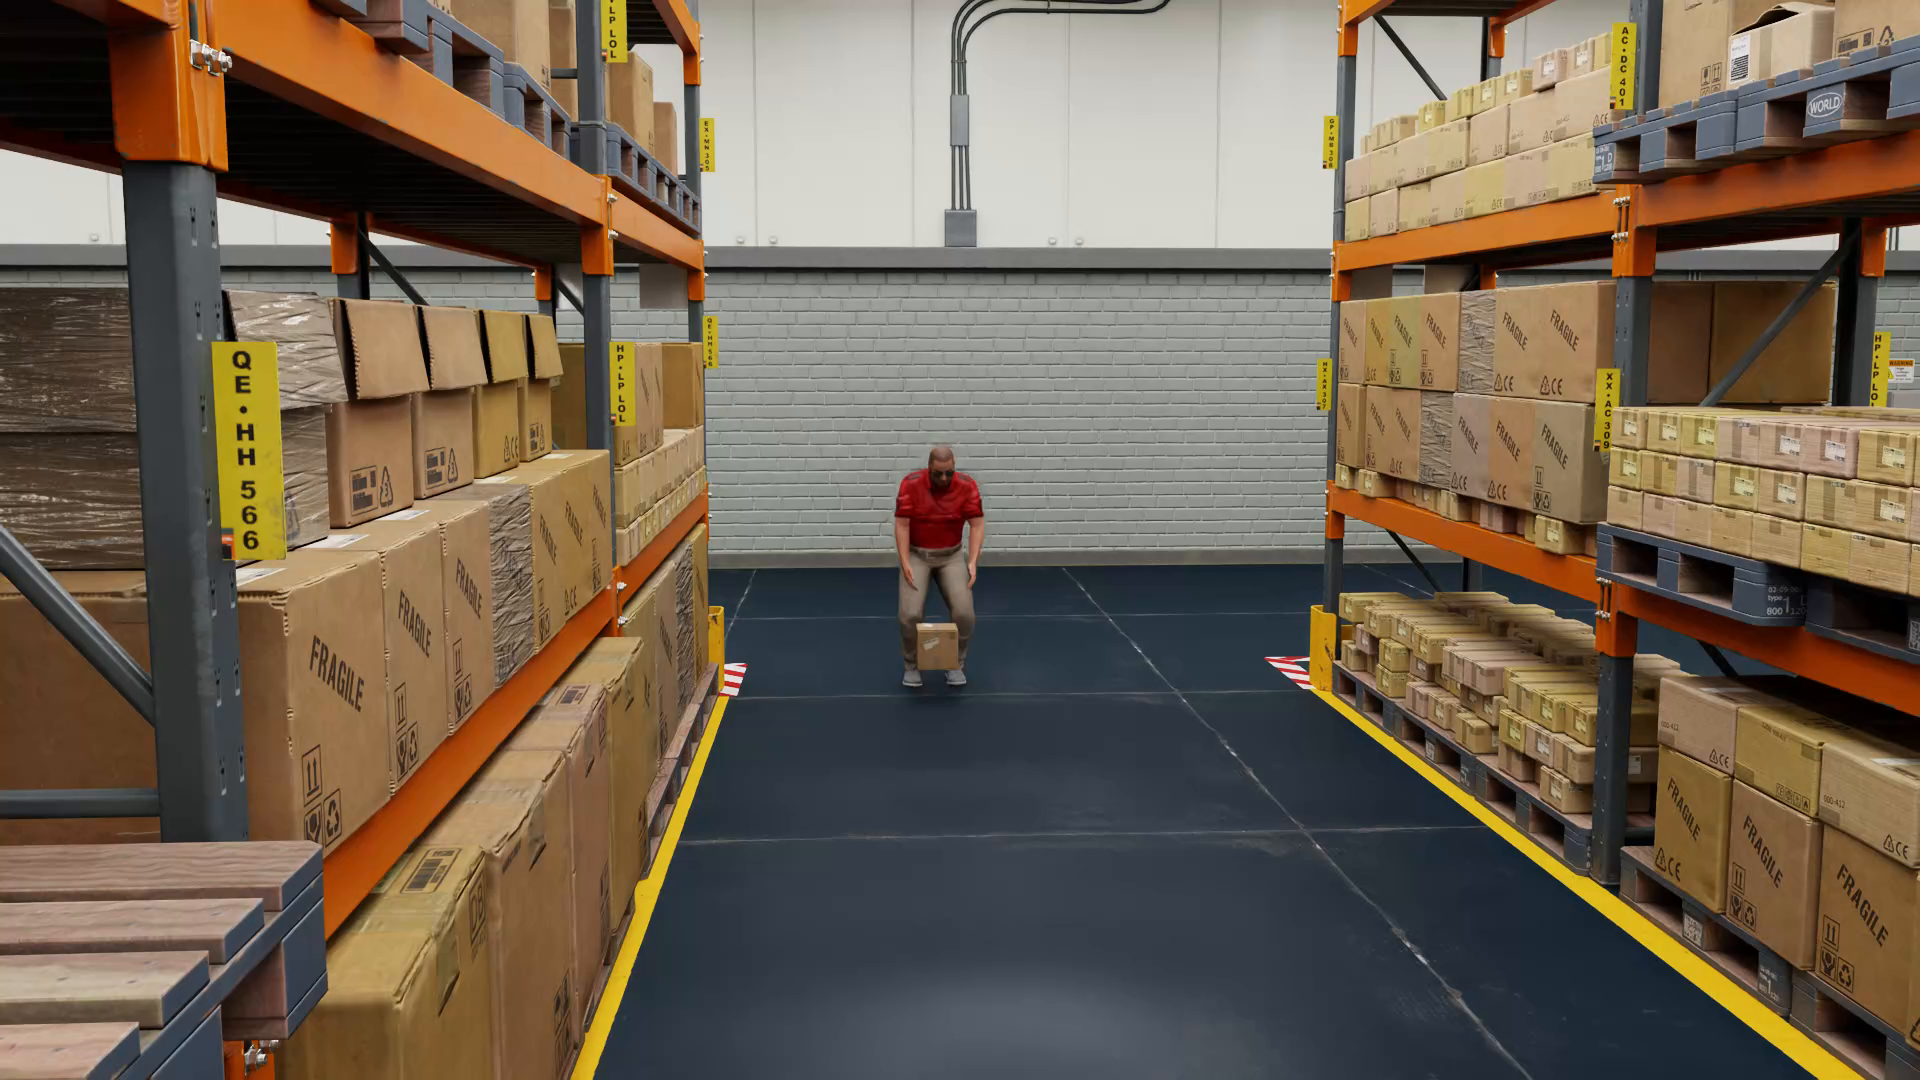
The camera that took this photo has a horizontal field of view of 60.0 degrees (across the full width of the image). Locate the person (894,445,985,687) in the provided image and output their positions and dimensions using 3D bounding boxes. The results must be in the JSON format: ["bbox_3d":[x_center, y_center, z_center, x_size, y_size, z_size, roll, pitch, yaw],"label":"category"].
[{"bbox_3d":[-0.133,0.157,10.736,0.581,1.567,0.574,0,7,-3],"label":"person"}]
